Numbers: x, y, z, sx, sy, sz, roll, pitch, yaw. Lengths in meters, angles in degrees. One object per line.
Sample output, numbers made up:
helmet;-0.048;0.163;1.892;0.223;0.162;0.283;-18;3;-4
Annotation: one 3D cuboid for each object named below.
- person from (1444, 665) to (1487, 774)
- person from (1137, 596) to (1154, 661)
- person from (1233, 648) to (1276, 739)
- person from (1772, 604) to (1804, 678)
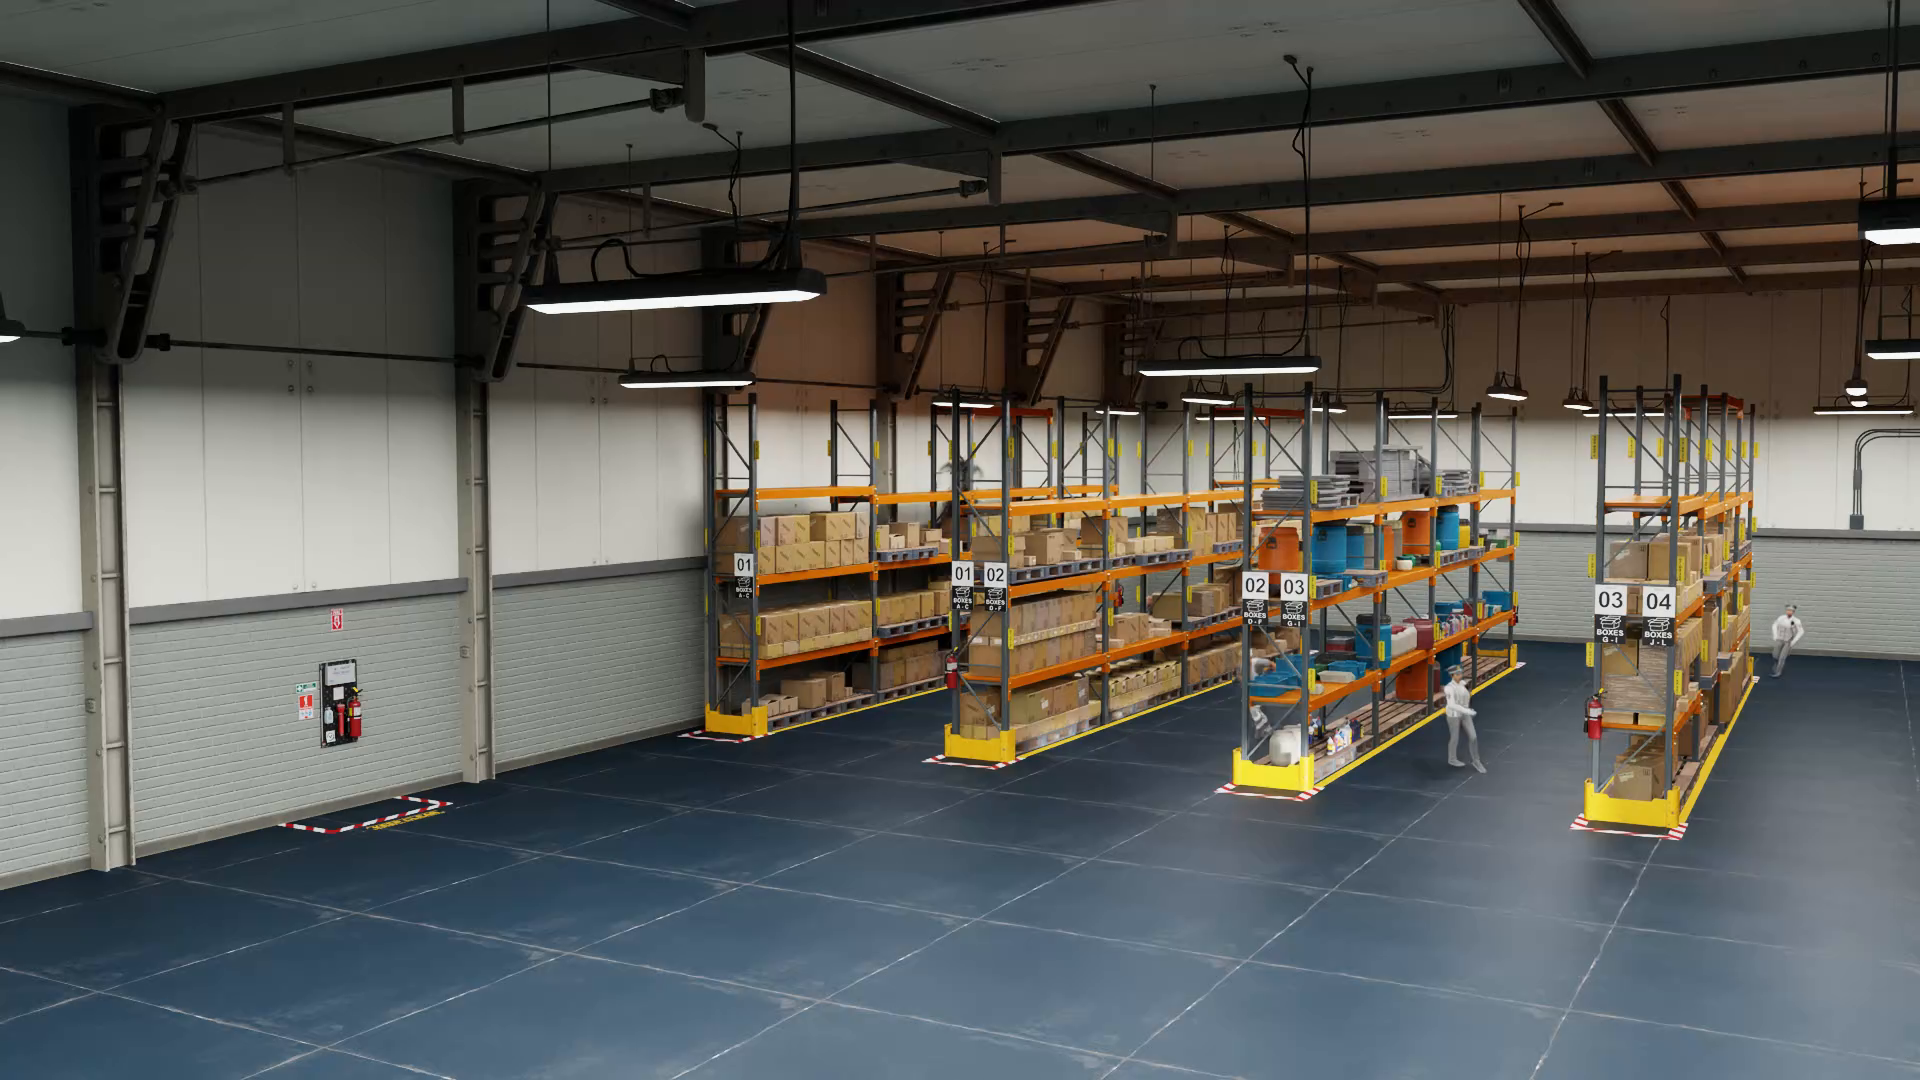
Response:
person;7.784;2.761;25.886;0.594;1.682;0.697;-1;3;-19
person;4.214;2.104;37.715;0.634;1.680;0.649;1;3;24
person;5.122;2.634;28.677;0.944;1.627;0.709;-3;4;-42
person;18.205;2.213;36.579;0.670;1.634;0.534;2;4;38
